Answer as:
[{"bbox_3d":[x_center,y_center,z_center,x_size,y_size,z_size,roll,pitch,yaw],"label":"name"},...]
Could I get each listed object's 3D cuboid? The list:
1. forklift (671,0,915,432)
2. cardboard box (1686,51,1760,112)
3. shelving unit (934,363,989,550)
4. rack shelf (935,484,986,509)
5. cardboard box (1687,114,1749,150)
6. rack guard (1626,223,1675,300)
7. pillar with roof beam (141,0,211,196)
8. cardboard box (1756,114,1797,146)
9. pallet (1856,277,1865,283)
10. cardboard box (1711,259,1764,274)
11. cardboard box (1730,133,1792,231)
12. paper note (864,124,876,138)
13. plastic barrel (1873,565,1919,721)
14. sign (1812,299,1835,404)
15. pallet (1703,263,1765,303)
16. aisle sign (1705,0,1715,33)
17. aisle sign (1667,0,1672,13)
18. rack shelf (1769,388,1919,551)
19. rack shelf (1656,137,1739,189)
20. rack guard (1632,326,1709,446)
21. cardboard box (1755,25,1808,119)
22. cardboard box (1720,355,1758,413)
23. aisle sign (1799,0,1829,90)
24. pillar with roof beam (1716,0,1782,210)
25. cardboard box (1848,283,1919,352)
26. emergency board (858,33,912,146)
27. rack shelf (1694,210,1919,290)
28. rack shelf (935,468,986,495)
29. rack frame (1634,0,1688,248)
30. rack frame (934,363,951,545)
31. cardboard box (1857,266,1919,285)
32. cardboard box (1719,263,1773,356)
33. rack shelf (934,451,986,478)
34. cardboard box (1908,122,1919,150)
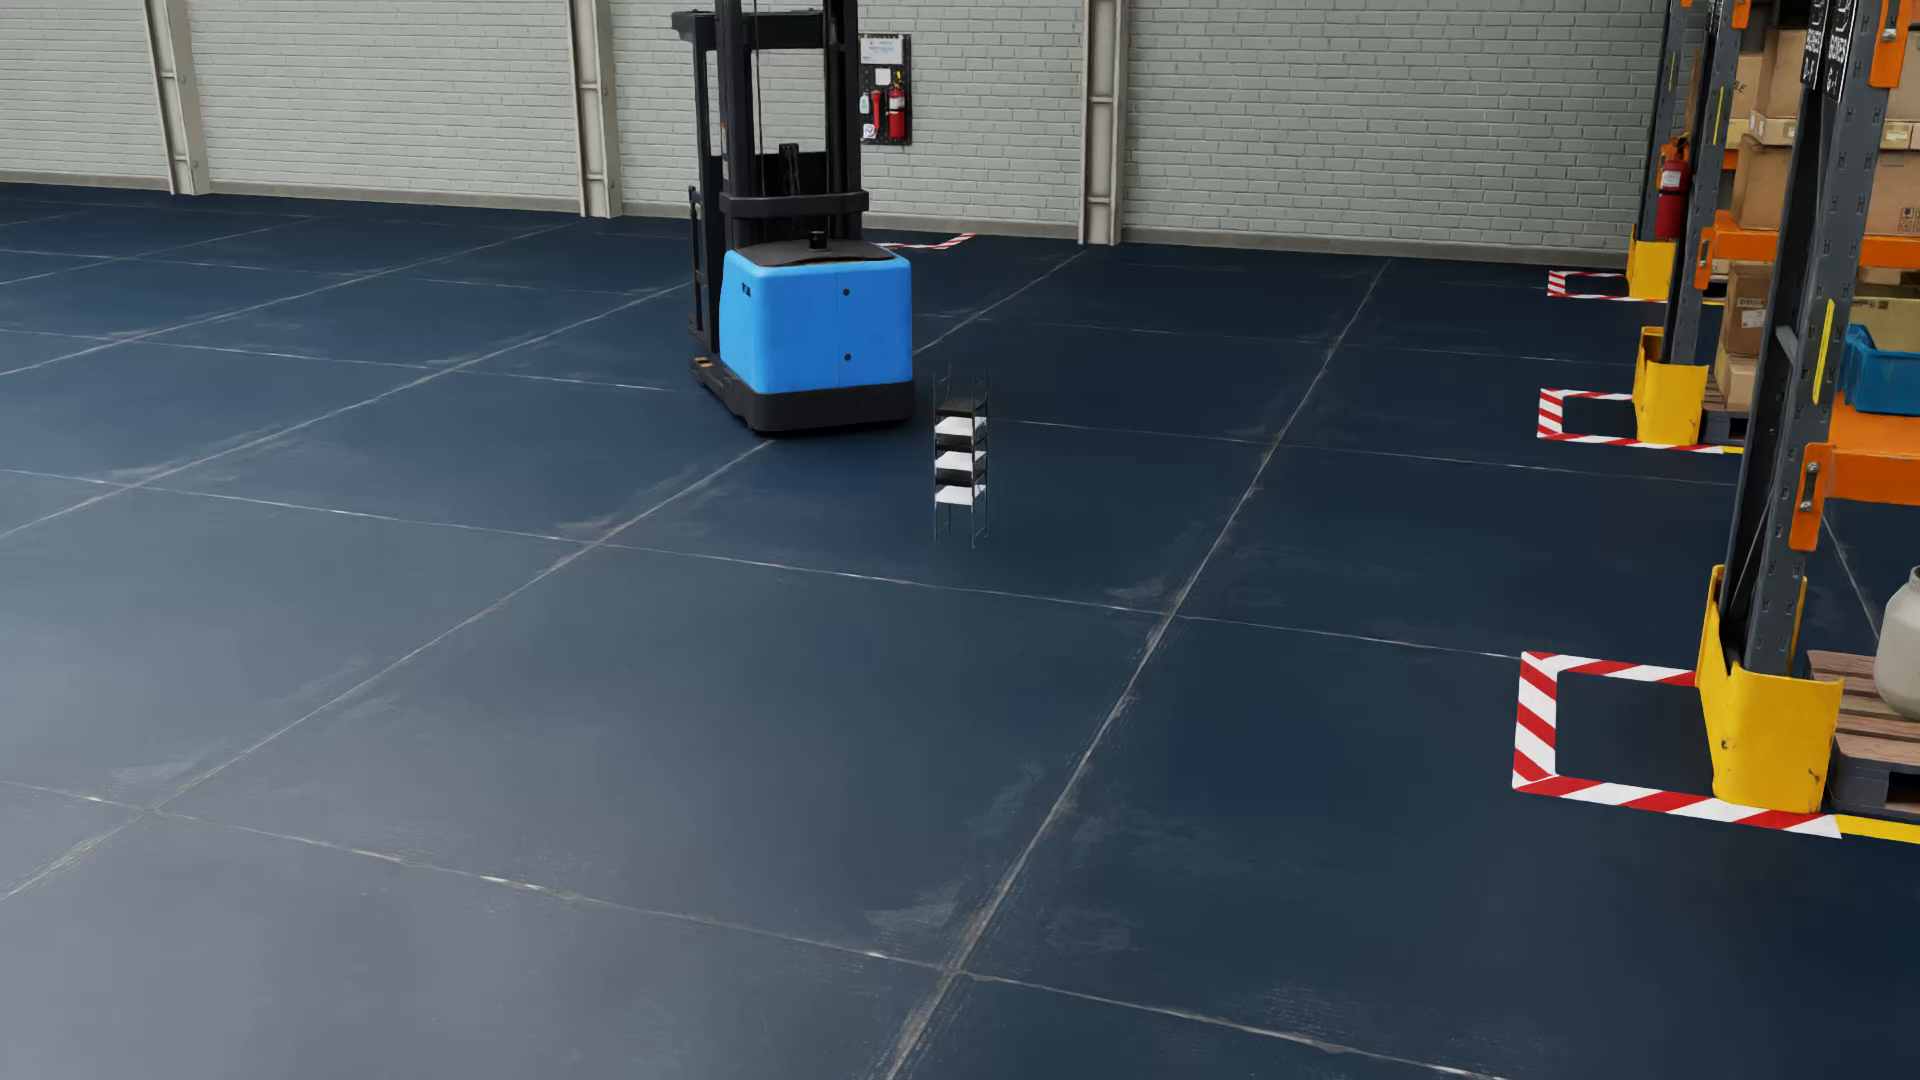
[{"bbox_3d":[-1.282,-2.502,11.301,1.130,2.935,3.031,-7,20,-19],"label":"forklift"},{"bbox_3d":[6.718,-4.032,14.644,0.500,0.500,0.500,6,20,17],"label":"cardboard box"},{"bbox_3d":[0.008,-0.424,8.426,0.210,0.900,0.258,7,20,18],"label":"shelving unit"},{"bbox_3d":[0.008,-0.223,8.496,0.200,0.077,0.258,7,20,18],"label":"rack shelf"},{"bbox_3d":[6.559,-3.511,14.289,0.500,0.250,0.500,6,20,16],"label":"cardboard box"},{"bbox_3d":[6.274,-2.535,15.090,0.348,0.500,1.175,7,20,18],"label":"rack guard"},{"bbox_3d":[-11.268,-7.356,16.008,0.400,9.000,9.100,7,20,18],"label":"pillar with roof beam"},{"bbox_3d":[4.881,-2.428,9.846,0.250,0.149,0.380,6,20,18],"label":"cardboard box"},{"bbox_3d":[8.179,-2.168,14.475,1.213,0.211,1.003,7,20,18],"label":"pallet"},{"bbox_3d":[6.827,-2.559,14.778,0.500,0.311,0.500,4,20,12],"label":"cardboard box"},{"bbox_3d":[5.017,-2.176,10.110,0.500,0.500,0.700,7,20,18],"label":"cardboard box"},{"bbox_3d":[-0.986,-4.469,18.178,0.142,0.148,0.016,7,20,18],"label":"paper note"},{"bbox_3d":[3.598,0.380,6.070,0.421,0.512,0.421,0,19,0],"label":"plastic barrel"},{"bbox_3d":[2.767,-0.604,5.331,0.005,0.325,0.100,7,20,18],"label":"sign"},{"bbox_3d":[7.030,-2.300,14.855,1.213,0.211,1.003,7,20,18],"label":"pallet"},{"bbox_3d":[4.615,-3.509,10.137,0.004,0.787,0.394,7,20,18],"label":"aisle sign"},{"bbox_3d":[6.036,-4.866,14.029,0.004,0.787,0.394,7,20,18],"label":"aisle sign"},{"bbox_3d":[4.841,-0.088,5.364,4.000,0.370,1.077,7,20,18],"label":"rack shelf"},{"bbox_3d":[8.092,-3.168,14.201,4.000,0.370,1.077,7,20,18],"label":"rack shelf"},{"bbox_3d":[4.558,-1.006,10.702,0.348,0.500,1.175,7,20,18],"label":"rack guard"},{"bbox_3d":[5.067,-2.783,9.880,0.500,0.500,0.700,7,20,18],"label":"cardboard box"},{"bbox_3d":[5.014,-0.956,10.302,0.500,0.250,0.500,7,20,18],"label":"cardboard box"},{"bbox_3d":[2.981,-1.971,5.725,0.004,0.787,0.394,7,20,18],"label":"aisle sign"},{"bbox_3d":[5.735,-5.412,10.430,0.400,9.000,9.100,7,20,18],"label":"pillar with roof beam"},{"bbox_3d":[5.487,-1.257,10.025,0.500,0.500,0.500,7,20,18],"label":"cardboard box"},{"bbox_3d":[-0.842,-4.844,17.916,0.643,1.169,0.194,7,20,18],"label":"emergency board"},{"bbox_3d":[6.470,-1.628,9.781,4.000,0.370,1.077,7,20,18],"label":"rack shelf"},{"bbox_3d":[0.008,-0.308,8.466,0.200,0.077,0.258,7,20,18],"label":"rack shelf"},{"bbox_3d":[6.203,-3.724,14.703,0.127,3.000,1.000,7,20,18],"label":"rack frame"},{"bbox_3d":[-0.088,-0.435,8.457,0.006,0.900,0.240,7,20,18],"label":"rack frame"},{"bbox_3d":[8.042,-2.492,14.298,0.500,0.500,0.700,5,20,15],"label":"cardboard box"},{"bbox_3d":[5.185,-1.472,10.642,0.500,0.500,0.500,7,20,18],"label":"cardboard box"},{"bbox_3d":[0.008,-0.393,8.437,0.200,0.077,0.258,7,20,18],"label":"rack shelf"},{"bbox_3d":[5.604,-2.345,9.608,0.250,0.149,0.380,6,20,17],"label":"cardboard box"}]
